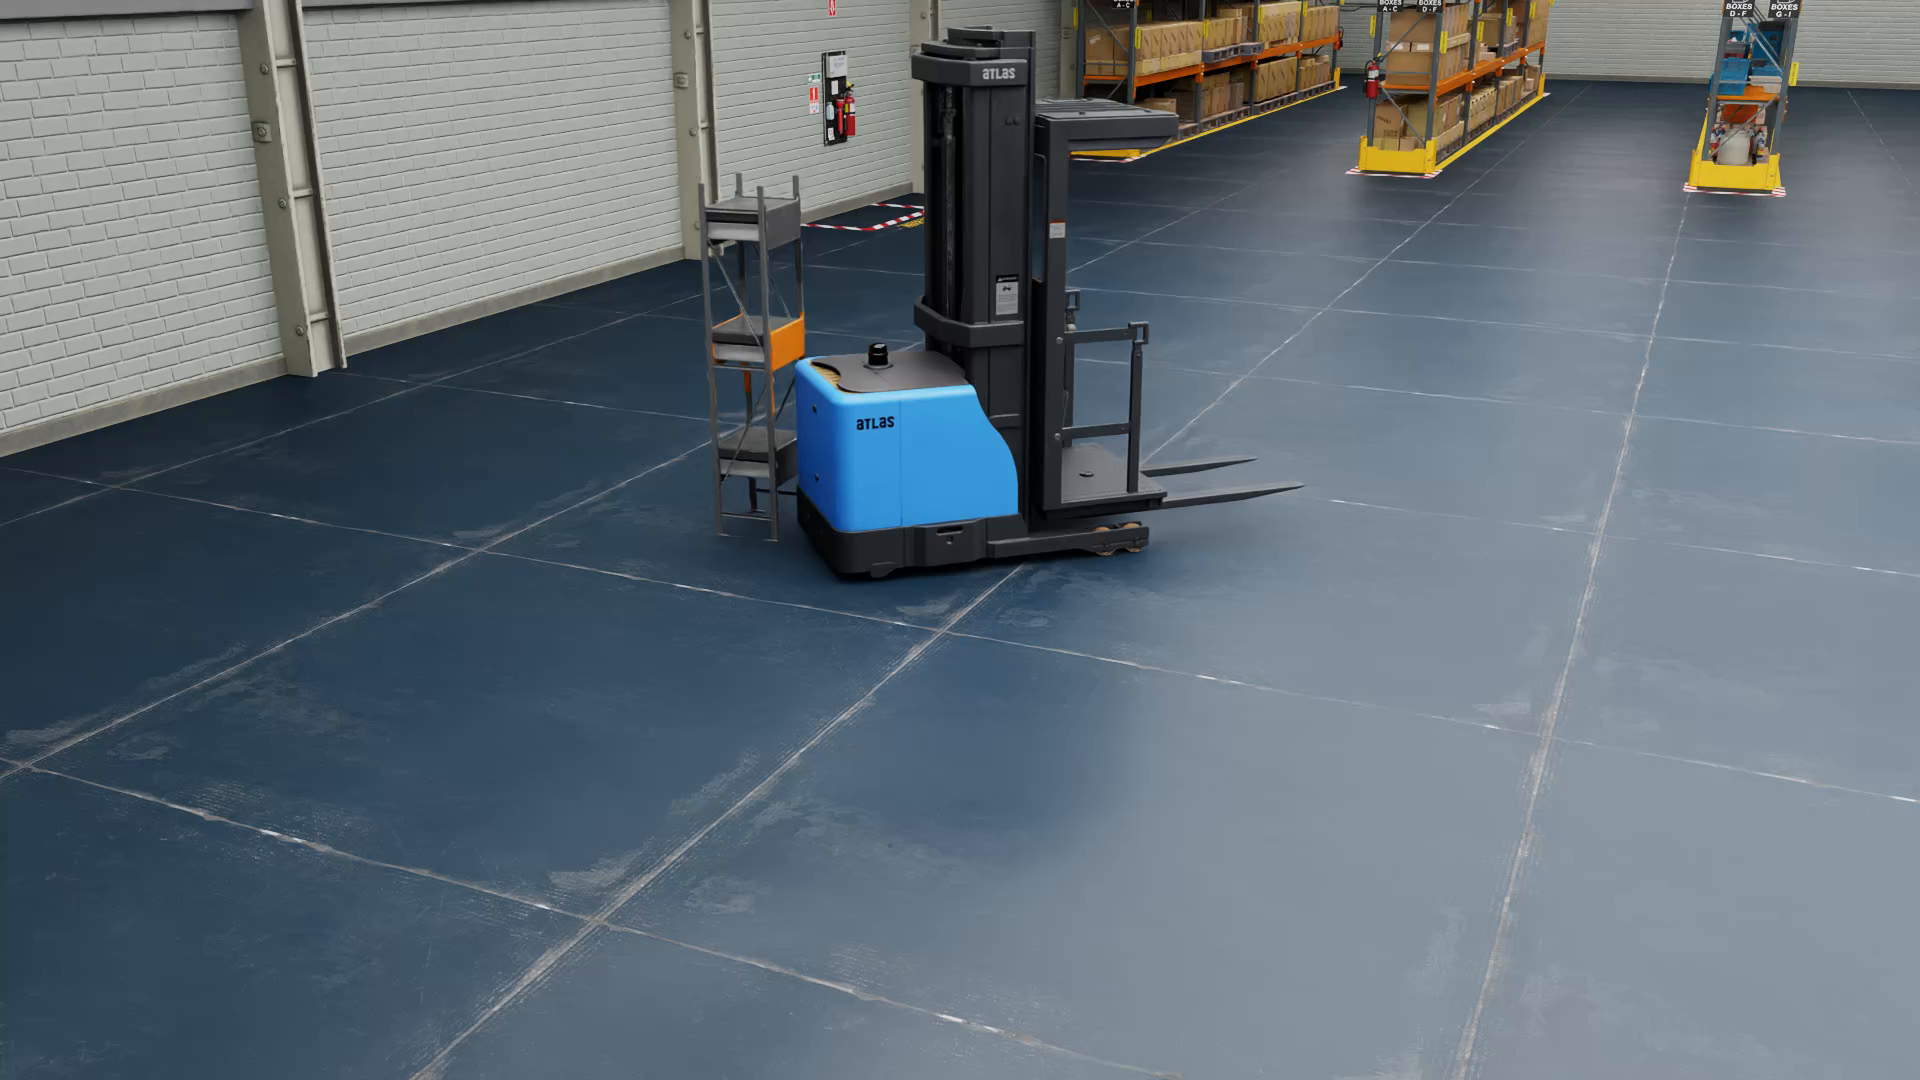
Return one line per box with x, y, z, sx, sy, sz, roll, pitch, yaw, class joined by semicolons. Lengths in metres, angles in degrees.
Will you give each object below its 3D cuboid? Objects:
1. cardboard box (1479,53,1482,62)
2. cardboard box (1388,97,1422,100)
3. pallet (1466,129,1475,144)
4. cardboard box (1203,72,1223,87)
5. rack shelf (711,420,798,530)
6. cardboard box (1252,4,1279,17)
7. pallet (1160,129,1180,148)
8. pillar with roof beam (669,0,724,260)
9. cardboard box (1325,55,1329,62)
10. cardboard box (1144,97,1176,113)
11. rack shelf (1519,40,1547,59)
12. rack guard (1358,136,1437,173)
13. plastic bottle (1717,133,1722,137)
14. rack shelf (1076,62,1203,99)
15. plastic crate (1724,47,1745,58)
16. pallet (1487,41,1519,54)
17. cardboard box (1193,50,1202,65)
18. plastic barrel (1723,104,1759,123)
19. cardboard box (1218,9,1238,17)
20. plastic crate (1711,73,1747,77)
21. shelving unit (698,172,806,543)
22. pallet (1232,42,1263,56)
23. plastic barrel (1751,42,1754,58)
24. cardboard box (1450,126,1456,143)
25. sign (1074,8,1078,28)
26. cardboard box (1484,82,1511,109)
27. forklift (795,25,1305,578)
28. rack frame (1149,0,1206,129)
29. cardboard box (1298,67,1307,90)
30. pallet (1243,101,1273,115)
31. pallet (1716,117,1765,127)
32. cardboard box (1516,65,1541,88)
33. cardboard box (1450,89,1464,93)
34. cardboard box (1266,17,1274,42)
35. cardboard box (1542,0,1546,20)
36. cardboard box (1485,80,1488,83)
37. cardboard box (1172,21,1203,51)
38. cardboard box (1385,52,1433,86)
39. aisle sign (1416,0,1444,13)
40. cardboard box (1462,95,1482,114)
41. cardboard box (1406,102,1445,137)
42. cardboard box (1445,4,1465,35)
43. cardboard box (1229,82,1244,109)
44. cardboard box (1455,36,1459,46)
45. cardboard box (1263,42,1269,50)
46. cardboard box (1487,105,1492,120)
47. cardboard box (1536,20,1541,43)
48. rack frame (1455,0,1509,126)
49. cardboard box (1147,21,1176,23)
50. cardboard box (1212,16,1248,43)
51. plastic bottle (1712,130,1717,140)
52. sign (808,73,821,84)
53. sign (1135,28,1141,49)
9.787;-9.263;31.914;0.380;0.149;0.250;10;22;27;cardboard box
7.532;-7.254;28.248;0.500;0.500;0.500;9;21;23;cardboard box
8.886;-7.473;30.667;1.003;0.211;1.213;9;21;23;pallet
4.993;-9.290;33.568;0.500;0.250;0.500;8;21;22;cardboard box
-1.199;-0.399;10.086;0.431;0.518;0.480;6;21;17;rack shelf
6.579;-11.429;35.886;0.500;0.250;0.500;9;21;23;cardboard box
3.358;-7.337;30.283;1.003;0.211;1.213;9;21;23;pallet
0.972;-6.912;15.975;9.100;9.000;0.400;9;21;23;pillar with roof beam
8.931;-11.937;41.193;0.380;0.149;0.250;8;21;22;cardboard box
3.711;-7.942;30.897;0.500;0.500;0.500;7;21;19;cardboard box
12.715;-11.274;38.268;1.077;0.370;4.000;9;21;23;rack shelf
6.972;-6.148;26.511;1.175;0.500;0.348;9;21;23;rack guard
12.479;-6.547;27.315;0.097;0.271;0.097;0;20;0;plastic bottle
3.280;-8.284;29.861;1.077;0.370;4.000;9;21;23;rack shelf
13.056;-8.096;28.161;0.402;0.464;0.583;9;21;23;plastic crate
11.050;-10.284;34.695;1.003;0.211;1.213;9;21;23;pallet
4.182;-8.987;30.957;0.500;0.250;0.500;9;21;23;cardboard box
14.960;-8.425;31.796;0.600;0.830;0.708;9;21;23;plastic barrel
5.505;-10.808;34.108;0.380;0.149;0.250;5;20;14;cardboard box
11.702;-6.974;25.325;0.499;0.251;0.408;9;21;23;plastic crate
-1.201;-1.072;9.847;0.431;2.100;0.503;6;21;17;shelving unit
5.542;-10.135;34.276;1.213;0.211;1.003;9;21;23;pallet
14.030;-8.426;28.983;0.433;0.535;0.433;0;20;0;plastic barrel
8.224;-6.981;28.597;0.500;0.250;0.500;9;21;23;cardboard box
1.963;-8.789;28.005;0.100;0.325;0.005;9;21;23;sign
11.124;-9.222;34.497;0.500;0.500;0.500;8;21;22;cardboard box
0.591;-1.449;9.669;3.031;2.935;1.130;-7;21;-18;forklift
4.099;-9.235;31.459;1.000;3.000;0.127;9;21;23;rack frame
7.775;-10.915;39.288;0.700;0.500;0.500;9;21;23;cardboard box
6.129;-9.374;36.014;1.003;0.211;1.213;9;21;23;pallet
15.060;-8.031;32.236;1.003;0.211;1.213;9;21;23;pallet
13.536;-11.054;39.649;0.500;0.500;0.500;9;21;23;cardboard box
9.568;-8.664;32.494;0.500;0.311;0.500;8;21;21;cardboard box
6.392;-10.926;35.593;0.500;0.500;0.500;9;22;24;cardboard box
13.188;-12.255;38.311;0.500;0.500;0.500;9;22;24;cardboard box
10.848;-9.446;35.127;0.500;0.500;0.500;8;21;21;cardboard box
4.188;-9.340;30.830;0.500;0.500;0.500;8;21;23;cardboard box
7.185;-7.522;26.493;0.700;0.500;0.500;9;21;23;cardboard box
7.234;-8.496;25.503;0.394;0.787;0.004;9;21;23;aisle sign
9.437;-8.126;30.980;0.500;0.311;0.500;8;21;21;cardboard box
7.607;-6.876;27.183;0.500;0.500;0.500;9;21;23;cardboard box
8.238;-8.923;28.499;0.700;0.500;0.500;8;21;23;cardboard box
5.490;-9.260;34.604;0.700;0.500;0.500;9;21;23;cardboard box
8.183;-8.409;28.019;0.380;0.149;0.250;9;22;24;cardboard box
6.380;-10.563;35.539;0.380;0.149;0.250;9;22;24;cardboard box
10.057;-8.329;32.389;0.500;0.250;0.500;8;21;22;cardboard box
12.974;-11.633;38.052;0.500;0.500;0.500;8;21;22;cardboard box
10.258;-9.779;32.990;1.000;3.000;0.127;9;21;23;rack frame
3.716;-9.412;31.032;0.500;0.500;0.500;8;21;21;cardboard box
5.554;-10.567;34.399;0.700;0.500;0.500;6;20;16;cardboard box
12.177;-6.457;26.946;0.144;0.351;0.185;8;21;22;plastic bottle
-1.856;-5.872;21.160;0.001;0.109;0.331;9;21;23;sign
2.956;-8.346;27.667;0.100;0.325;0.005;9;21;23;sign
